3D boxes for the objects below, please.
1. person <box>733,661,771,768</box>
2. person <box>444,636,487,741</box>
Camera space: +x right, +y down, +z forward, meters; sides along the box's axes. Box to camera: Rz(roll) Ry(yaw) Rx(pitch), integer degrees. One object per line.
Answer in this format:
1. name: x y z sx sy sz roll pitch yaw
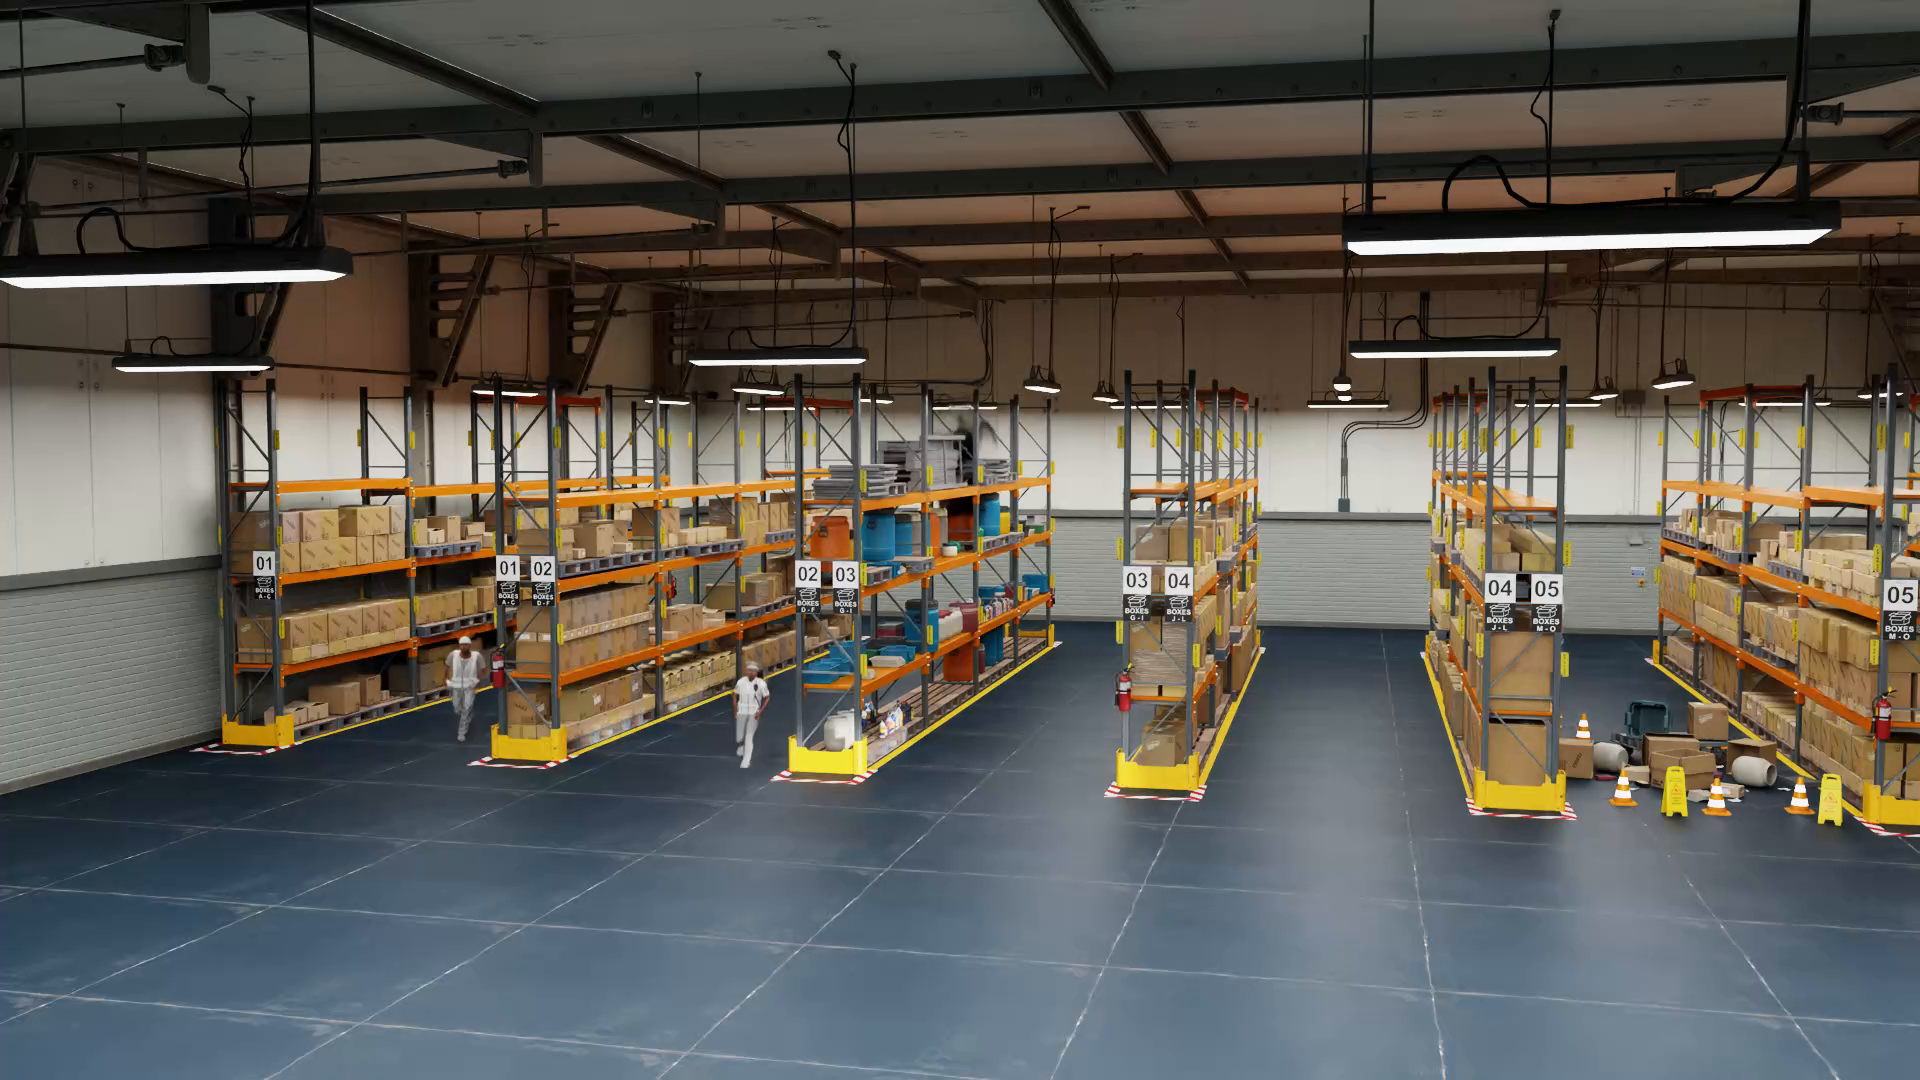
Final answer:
1. person: -3.204 2.681 25.590 0.599 1.688 0.571 0 3 2
2. person: -8.323 2.472 28.032 0.699 1.744 0.786 0 3 -4
